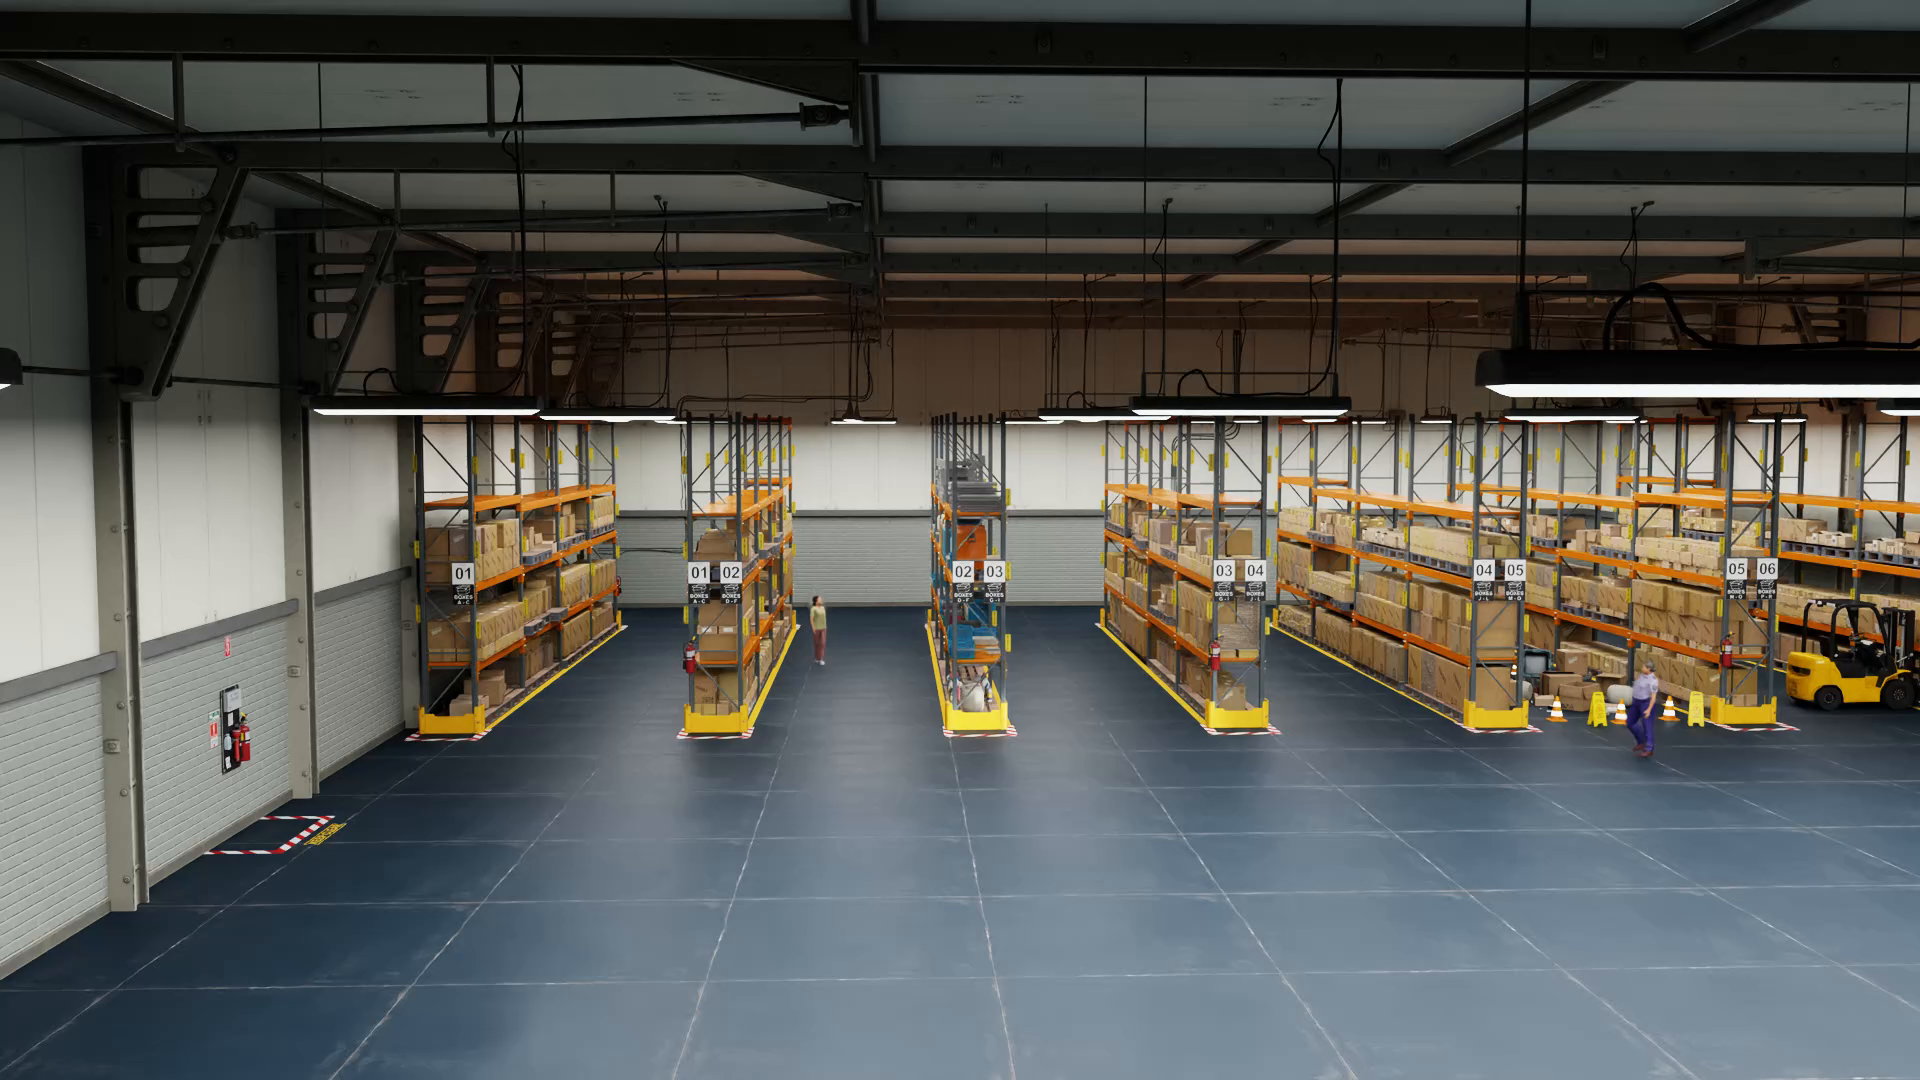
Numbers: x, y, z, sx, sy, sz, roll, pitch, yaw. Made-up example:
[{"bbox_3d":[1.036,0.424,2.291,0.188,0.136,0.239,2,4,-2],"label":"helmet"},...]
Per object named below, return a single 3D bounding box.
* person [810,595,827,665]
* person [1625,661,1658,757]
[{"bbox_3d":[-3.423,2.172,40.176,0.478,1.682,0.629,-2,4,-25],"label":"person"},{"bbox_3d":[11.921,2.925,29.028,0.448,1.660,0.585,-1,4,-19],"label":"person"}]
